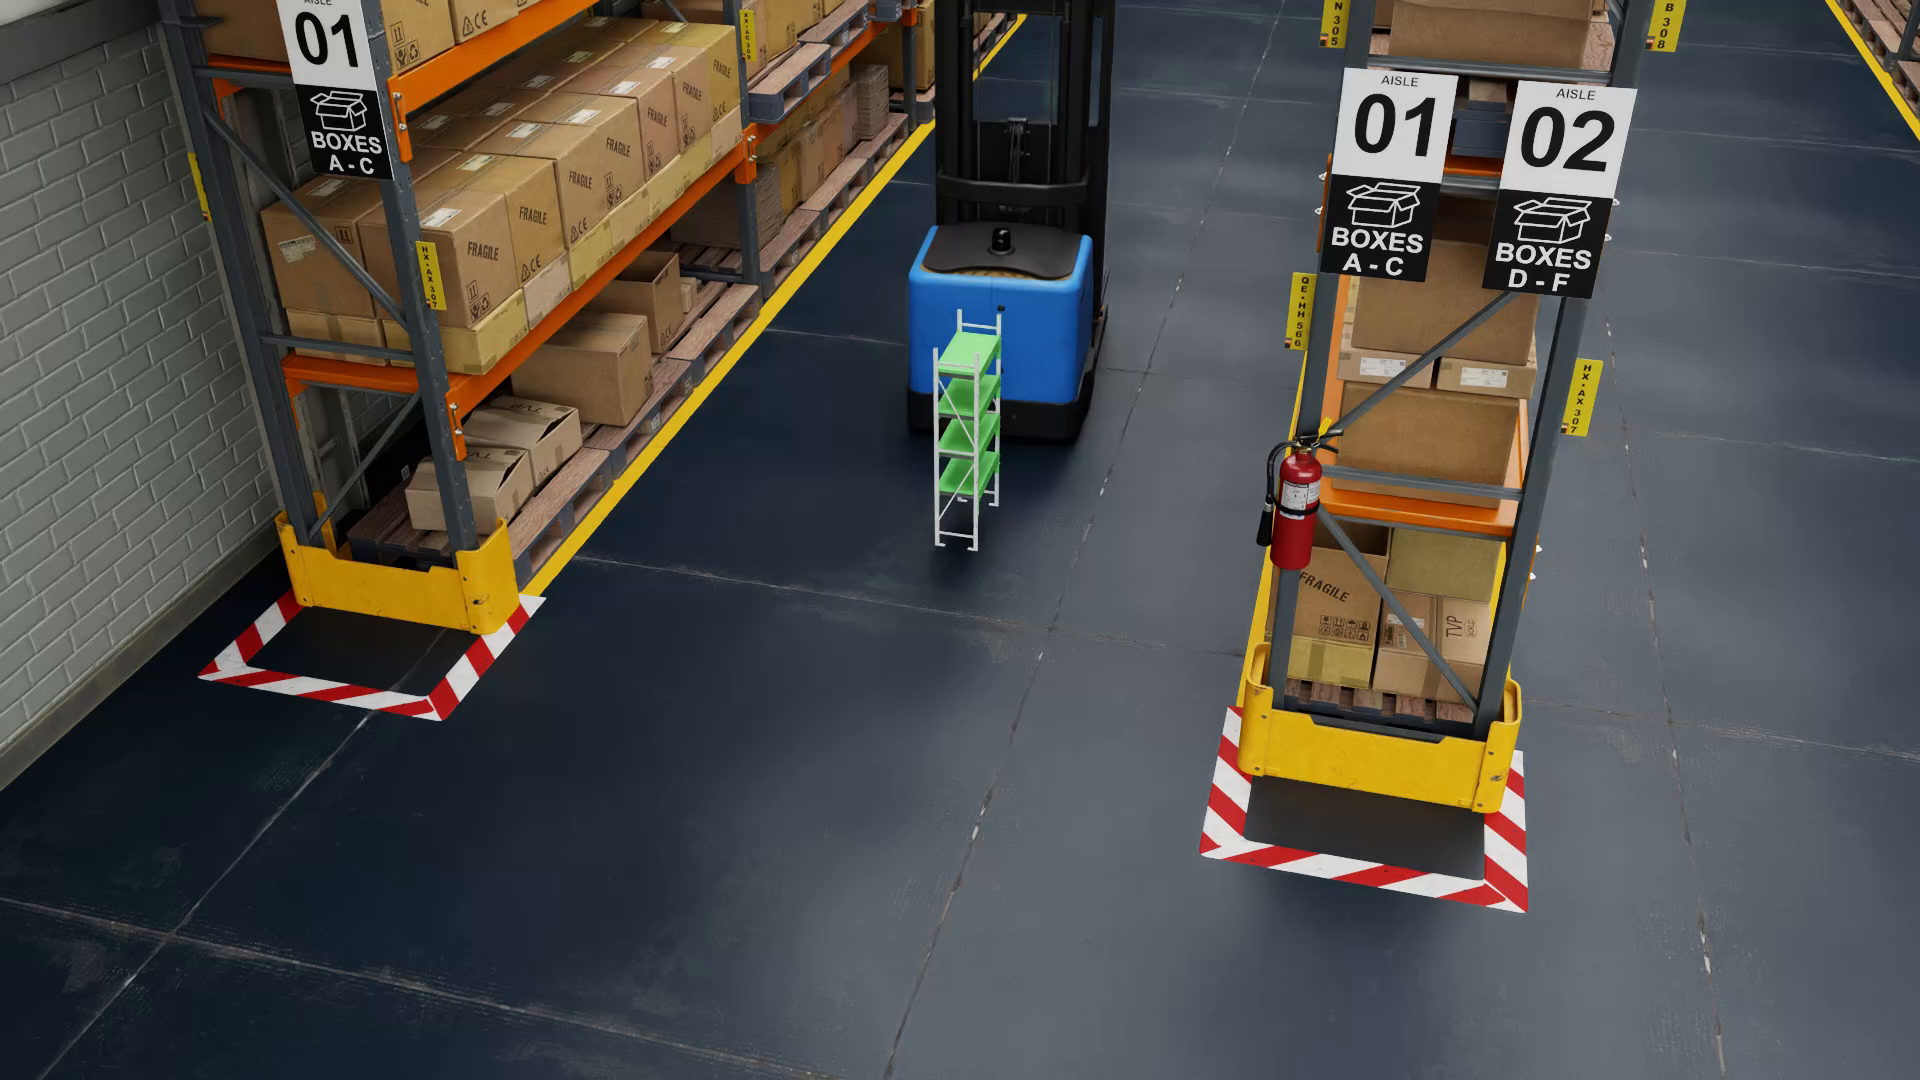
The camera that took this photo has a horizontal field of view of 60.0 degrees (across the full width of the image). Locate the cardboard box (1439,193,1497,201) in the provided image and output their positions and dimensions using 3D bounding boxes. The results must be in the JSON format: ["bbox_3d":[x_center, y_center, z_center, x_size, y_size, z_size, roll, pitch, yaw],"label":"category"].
[{"bbox_3d":[2.143,-1.362,7.294,0.700,0.500,0.500,7,33,11],"label":"cardboard box"}]

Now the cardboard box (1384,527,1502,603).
[{"bbox_3d":[2.347,-0.072,8.039,0.500,0.500,0.500,8,33,12],"label":"cardboard box"}]

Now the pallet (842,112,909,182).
[{"bbox_3d":[-1.091,-3.472,14.515,1.003,0.211,1.213,8,33,12],"label":"pallet"}]

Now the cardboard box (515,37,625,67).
[{"bbox_3d":[-2.363,-2.757,10.213,0.500,0.500,0.500,8,33,12],"label":"cardboard box"}]

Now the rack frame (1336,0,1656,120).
[{"bbox_3d":[1.871,-2.762,5.207,1.000,3.000,0.127,8,33,12],"label":"rack frame"}]

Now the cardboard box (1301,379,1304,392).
[{"bbox_3d":[2.087,-0.663,8.969,0.500,0.500,0.500,8,33,12],"label":"cardboard box"}]

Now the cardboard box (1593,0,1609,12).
[{"bbox_3d":[2.557,-2.600,7.132,0.500,0.500,0.500,8,33,12],"label":"cardboard box"}]

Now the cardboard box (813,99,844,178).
[{"bbox_3d":[-1.366,-3.291,13.551,0.700,0.500,0.500,8,33,12],"label":"cardboard box"}]

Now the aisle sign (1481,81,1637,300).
[{"bbox_3d":[2.150,-1.252,6.000,0.394,0.787,0.004,8,33,12],"label":"aisle sign"}]

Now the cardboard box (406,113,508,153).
[{"bbox_3d":[-2.743,-1.967,8.970,0.500,0.500,0.500,7,33,11],"label":"cardboard box"}]

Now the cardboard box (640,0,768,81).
[{"bbox_3d":[-1.744,-3.466,11.403,0.700,0.500,0.500,8,33,13],"label":"cardboard box"}]

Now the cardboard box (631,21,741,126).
[{"bbox_3d":[-1.727,-2.953,10.521,0.500,0.500,0.500,8,33,12],"label":"cardboard box"}]

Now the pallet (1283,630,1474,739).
[{"bbox_3d":[2.024,0.544,8.198,1.003,0.211,1.213,8,33,12],"label":"pallet"}]

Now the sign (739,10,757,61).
[{"bbox_3d":[-1.380,-3.274,10.798,0.100,0.325,0.005,8,33,12],"label":"sign"}]

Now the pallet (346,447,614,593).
[{"bbox_3d":[-2.662,-0.183,9.340,1.003,0.211,1.213,8,33,12],"label":"pallet"}]

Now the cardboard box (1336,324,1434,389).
[{"bbox_3d":[1.784,-0.771,6.969,0.380,0.149,0.250,7,33,12],"label":"cardboard box"}]

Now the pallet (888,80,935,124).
[{"bbox_3d":[-0.618,-4.277,15.780,1.003,0.211,1.213,8,33,12],"label":"pallet"}]

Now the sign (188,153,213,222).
[{"bbox_3d":[-3.453,-1.611,7.614,0.100,0.325,0.005,8,33,12],"label":"sign"}]

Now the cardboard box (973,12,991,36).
[{"bbox_3d":[-0.138,-5.584,16.849,0.750,0.750,0.750,9,34,14],"label":"cardboard box"}]

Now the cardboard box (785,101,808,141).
[{"bbox_3d":[-1.499,-3.310,12.881,0.500,0.250,0.500,7,33,11],"label":"cardboard box"}]

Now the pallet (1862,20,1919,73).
[{"bbox_3d":[9.856,-4.991,16.905,1.003,0.211,1.213,8,33,12],"label":"pallet"}]

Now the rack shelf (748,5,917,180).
[{"bbox_3d":[-1.399,-3.713,12.965,1.077,0.370,4.000,8,33,12],"label":"rack shelf"}]

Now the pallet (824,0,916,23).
[{"bbox_3d":[-0.969,-4.589,13.852,1.213,0.211,1.003,8,33,12],"label":"pallet"}]

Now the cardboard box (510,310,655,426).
[{"bbox_3d":[-2.280,-1.050,10.026,0.700,0.500,0.500,6,33,9],"label":"cardboard box"}]

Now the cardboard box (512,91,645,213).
[{"bbox_3d":[-2.118,-2.163,9.279,0.500,0.500,0.500,9,34,14],"label":"cardboard box"}]

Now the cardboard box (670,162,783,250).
[{"bbox_3d":[-1.736,-2.494,12.297,0.700,0.500,0.500,9,34,14],"label":"cardboard box"}]

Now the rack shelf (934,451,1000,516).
[{"bbox_3d":[0.042,-0.336,9.226,0.258,0.148,0.480,8,33,12],"label":"rack shelf"}]

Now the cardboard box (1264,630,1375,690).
[{"bbox_3d":[1.721,0.434,7.943,0.500,0.250,0.500,8,33,12],"label":"cardboard box"}]

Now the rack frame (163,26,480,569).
[{"bbox_3d":[-2.922,-0.903,7.875,1.000,3.000,0.127,8,33,12],"label":"rack frame"}]

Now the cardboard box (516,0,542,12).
[{"bbox_3d":[-2.296,-2.903,8.113,0.500,0.500,0.500,10,34,15],"label":"cardboard box"}]

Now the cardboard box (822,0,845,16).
[{"bbox_3d":[-1.296,-4.388,12.852,0.700,0.500,0.500,8,33,12],"label":"cardboard box"}]

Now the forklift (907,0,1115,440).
[{"bbox_3d":[0.427,-2.623,10.643,1.130,2.935,3.031,5,33,8],"label":"forklift"}]

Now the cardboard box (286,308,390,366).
[{"bbox_3d":[-2.990,-1.117,8.333,0.500,0.250,0.500,8,33,13],"label":"cardboard box"}]

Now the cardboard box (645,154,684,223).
[{"bbox_3d":[-1.981,-2.116,9.904,0.500,0.250,0.500,8,33,12],"label":"cardboard box"}]

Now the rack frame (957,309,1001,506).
[{"bbox_3d":[0.104,-0.719,9.262,0.240,1.200,0.015,8,33,12],"label":"rack frame"}]

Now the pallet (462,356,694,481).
[{"bbox_3d":[-2.350,-0.814,10.333,1.003,0.211,1.213,8,33,12],"label":"pallet"}]

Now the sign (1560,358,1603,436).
[{"bbox_3d":[2.406,-0.551,6.440,0.100,0.325,0.005,8,33,12],"label":"sign"}]

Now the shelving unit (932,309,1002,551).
[{"bbox_3d":[0.042,-0.592,9.063,0.258,1.200,0.503,8,33,12],"label":"shelving unit"}]

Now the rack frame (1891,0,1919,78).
[{"bbox_3d":[9.706,-5.781,15.548,1.000,3.000,0.127,8,33,12],"label":"rack frame"}]

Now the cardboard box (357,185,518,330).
[{"bbox_3d":[-2.510,-1.372,8.034,0.500,0.500,0.500,8,33,12],"label":"cardboard box"}]

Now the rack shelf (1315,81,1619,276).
[{"bbox_3d":[2.378,-2.231,7.838,1.077,0.370,4.000,8,33,12],"label":"rack shelf"}]

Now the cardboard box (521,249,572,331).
[{"bbox_3d":[-2.373,-1.330,8.667,0.500,0.250,0.500,7,33,11],"label":"cardboard box"}]
